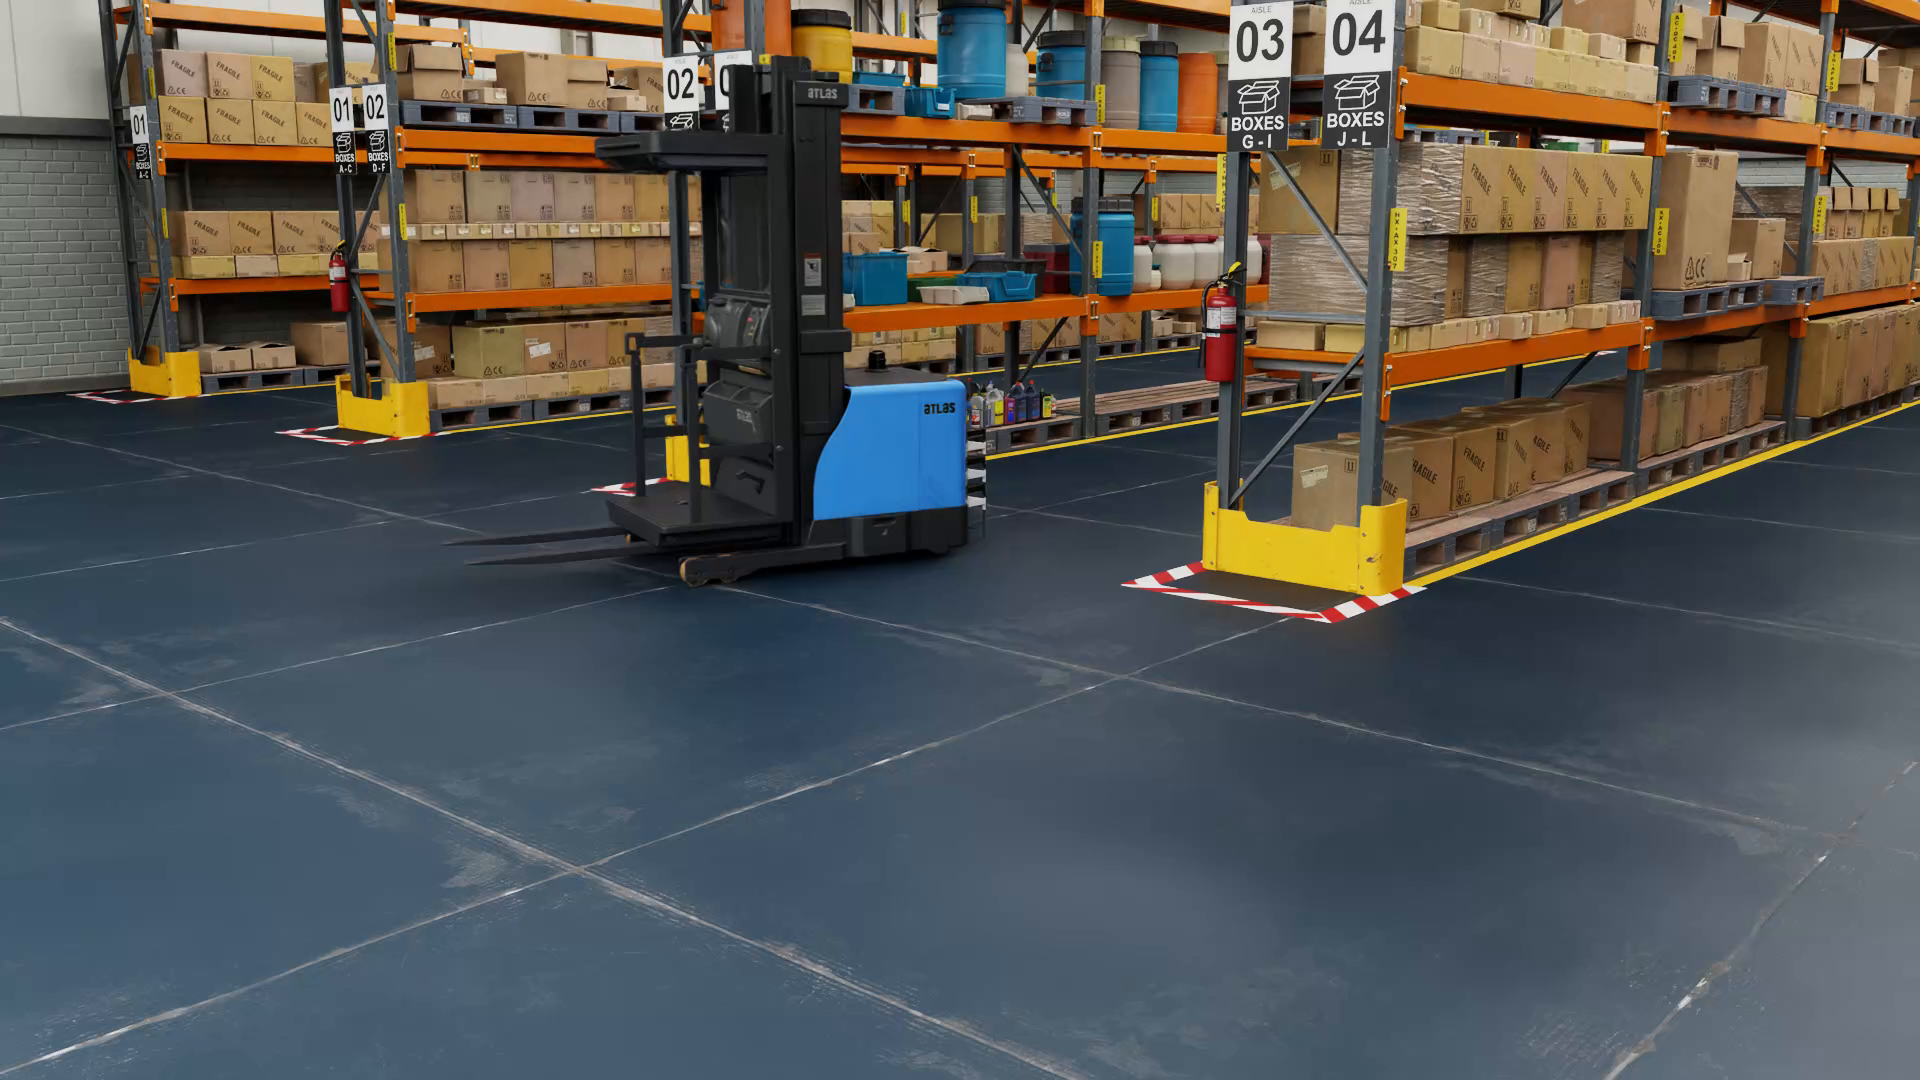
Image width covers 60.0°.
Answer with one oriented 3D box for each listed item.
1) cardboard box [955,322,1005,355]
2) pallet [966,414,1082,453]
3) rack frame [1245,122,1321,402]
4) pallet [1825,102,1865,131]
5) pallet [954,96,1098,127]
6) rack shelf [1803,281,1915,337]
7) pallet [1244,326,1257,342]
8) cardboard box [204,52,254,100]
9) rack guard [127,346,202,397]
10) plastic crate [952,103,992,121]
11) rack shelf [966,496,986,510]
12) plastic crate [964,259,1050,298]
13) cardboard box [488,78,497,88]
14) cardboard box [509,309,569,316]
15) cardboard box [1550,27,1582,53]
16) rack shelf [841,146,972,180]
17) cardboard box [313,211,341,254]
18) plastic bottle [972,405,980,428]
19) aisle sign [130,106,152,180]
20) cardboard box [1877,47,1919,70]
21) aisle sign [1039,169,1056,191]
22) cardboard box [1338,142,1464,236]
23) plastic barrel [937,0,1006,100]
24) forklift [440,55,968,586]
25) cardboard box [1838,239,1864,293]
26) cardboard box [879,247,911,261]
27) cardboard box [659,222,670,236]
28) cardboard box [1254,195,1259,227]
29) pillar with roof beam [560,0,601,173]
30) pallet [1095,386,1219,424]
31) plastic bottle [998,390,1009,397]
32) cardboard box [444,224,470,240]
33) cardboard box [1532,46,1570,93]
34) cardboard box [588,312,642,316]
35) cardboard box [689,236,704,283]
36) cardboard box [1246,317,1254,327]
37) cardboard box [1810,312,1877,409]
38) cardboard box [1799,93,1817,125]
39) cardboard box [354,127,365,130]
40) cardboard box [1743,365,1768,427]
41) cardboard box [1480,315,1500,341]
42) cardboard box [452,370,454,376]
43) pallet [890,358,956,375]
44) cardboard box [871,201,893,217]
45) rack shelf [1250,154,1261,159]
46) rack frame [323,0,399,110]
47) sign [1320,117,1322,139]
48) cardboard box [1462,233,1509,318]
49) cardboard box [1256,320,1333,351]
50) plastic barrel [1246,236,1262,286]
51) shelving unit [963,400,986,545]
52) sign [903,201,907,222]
[{"bbox_3d":[0.275,-2.724,21.951,0.500,0.500,0.500,11,15,43],"label":"cardboard box"},{"bbox_3d":[0.364,-1.014,15.249,1.003,0.211,1.213,10,15,40],"label":"pallet"},{"bbox_3d":[3.479,-3.063,18.390,1.000,3.000,0.127,10,15,40],"label":"rack frame"},{"bbox_3d":[7.584,-3.903,15.417,1.213,0.211,1.003,11,16,43],"label":"pallet"},{"bbox_3d":[0.435,-3.734,14.573,1.213,0.211,1.003,10,15,40],"label":"pallet"},{"bbox_3d":[8.519,-2.364,16.728,1.077,0.370,4.000,10,15,40],"label":"rack shelf"},{"bbox_3d":[4.465,-3.385,27.121,1.003,0.211,1.213,10,15,40],"label":"pallet"},{"bbox_3d":[-8.438,-5.280,18.970,0.500,0.500,0.500,10,15,40],"label":"cardboard box"},{"bbox_3d":[-9.194,-1.953,19.211,1.175,0.500,0.348,10,15,40],"label":"rack guard"},{"bbox_3d":[0.082,-3.528,13.731,0.243,0.136,0.396,10,15,40],"label":"plastic crate"},{"bbox_3d":[0.005,-0.233,10.671,0.258,0.077,0.200,10,15,40],"label":"rack shelf"},{"bbox_3d":[0.397,-2.384,15.146,0.767,0.338,0.504,10,15,40],"label":"plastic crate"},{"bbox_3d":[-4.592,-4.514,16.795,0.500,0.311,0.500,-10,15,-41],"label":"cardboard box"},{"bbox_3d":[-5.827,-2.939,23.024,0.700,0.500,0.500,9,15,39],"label":"cardboard box"},{"bbox_3d":[3.695,-3.148,10.519,0.380,0.149,0.250,11,16,43],"label":"cardboard box"},{"bbox_3d":[-1.560,-4.528,19.903,1.077,0.370,4.000,10,15,40],"label":"rack shelf"},{"bbox_3d":[-7.692,-3.727,20.129,0.500,0.500,0.500,10,15,42],"label":"cardboard box"},{"bbox_3d":[0.122,-1.066,14.412,0.097,0.201,0.097,0,11,0],"label":"plastic bottle"},{"bbox_3d":[-9.066,-4.393,18.408,0.394,0.787,0.004,10,15,40],"label":"aisle sign"},{"bbox_3d":[10.465,-5.292,18.391,0.500,0.250,0.500,9,14,37],"label":"cardboard box"},{"bbox_3d":[1.590,-6.768,30.300,0.394,0.787,0.004,10,15,40],"label":"aisle sign"},{"bbox_3d":[2.486,-1.977,9.383,0.500,0.500,0.500,10,15,40],"label":"cardboard box"},{"bbox_3d":[0.101,-4.265,14.396,0.600,0.901,0.708,10,15,40],"label":"plastic barrel"},{"bbox_3d":[-1.492,-1.293,9.700,3.031,2.935,1.130,-6,13,-28],"label":"forklift"},{"bbox_3d":[8.399,-2.660,16.117,0.500,0.500,0.500,9,15,39],"label":"cardboard box"},{"bbox_3d":[-0.976,-3.554,21.074,0.500,0.311,0.500,10,15,40],"label":"cardboard box"},{"bbox_3d":[-3.234,-3.340,17.865,0.380,0.149,0.250,9,15,39],"label":"cardboard box"},{"bbox_3d":[4.621,-5.245,26.506,0.500,0.500,0.500,10,15,42],"label":"cardboard box"},{"bbox_3d":[-2.237,-6.650,21.031,9.100,9.000,0.400,10,15,40],"label":"pillar with roof beam"},{"bbox_3d":[2.133,-1.408,17.223,1.003,0.211,1.213,10,15,40],"label":"pallet"},{"bbox_3d":[0.375,-1.210,14.942,0.152,0.276,0.135,10,15,40],"label":"plastic bottle"},{"bbox_3d":[-4.928,-2.963,15.979,0.380,0.149,0.250,9,15,39],"label":"cardboard box"},{"bbox_3d":[3.436,-2.907,10.332,0.500,0.250,0.500,10,15,42],"label":"cardboard box"},{"bbox_3d":[-3.746,-2.239,18.295,0.500,0.500,0.500,10,15,40],"label":"cardboard box"},{"bbox_3d":[-3.168,-3.099,18.312,0.700,0.500,0.500,9,15,39],"label":"cardboard box"},{"bbox_3d":[4.532,-3.548,26.926,0.380,0.166,0.250,10,15,40],"label":"cardboard box"},{"bbox_3d":[8.264,-1.816,16.497,1.225,0.875,0.875,10,15,41],"label":"cardboard box"},{"bbox_3d":[7.070,-3.719,14.396,0.500,0.250,0.500,10,15,40],"label":"cardboard box"},{"bbox_3d":[-7.432,-5.020,20.222,0.500,0.500,0.500,9,14,38],"label":"cardboard box"},{"bbox_3d":[6.772,-1.312,14.879,0.700,0.500,0.500,9,14,37],"label":"cardboard box"},{"bbox_3d":[3.106,-1.319,10.296,0.380,0.149,0.250,10,15,40],"label":"cardboard box"},{"bbox_3d":[-5.068,-1.577,16.897,0.500,0.250,0.500,10,15,40],"label":"cardboard box"},{"bbox_3d":[-0.812,-2.221,21.291,1.003,0.211,1.213,10,15,40],"label":"pallet"},{"bbox_3d":[-1.439,-5.403,27.126,0.500,0.250,0.500,10,15,42],"label":"cardboard box"},{"bbox_3d":[4.799,-4.476,19.640,1.077,0.370,4.000,10,15,40],"label":"rack shelf"},{"bbox_3d":[-5.521,-5.469,15.119,1.000,3.000,0.127,10,15,40],"label":"rack frame"},{"bbox_3d":[3.896,-4.413,17.756,0.100,0.325,0.005,10,15,40],"label":"sign"},{"bbox_3d":[2.904,-1.675,10.426,0.875,0.500,0.500,10,15,40],"label":"cardboard box"},{"bbox_3d":[1.951,-1.191,9.659,0.380,0.149,0.250,10,15,40],"label":"cardboard box"},{"bbox_3d":[2.960,-2.939,17.483,0.421,0.512,0.421,0,11,0],"label":"plastic barrel"},{"bbox_3d":[0.005,-0.442,10.629,0.258,0.900,0.210,10,15,40],"label":"shelving unit"},{"bbox_3d":[-0.909,-5.393,27.300,0.100,0.325,0.005,10,15,40],"label":"sign"}]
